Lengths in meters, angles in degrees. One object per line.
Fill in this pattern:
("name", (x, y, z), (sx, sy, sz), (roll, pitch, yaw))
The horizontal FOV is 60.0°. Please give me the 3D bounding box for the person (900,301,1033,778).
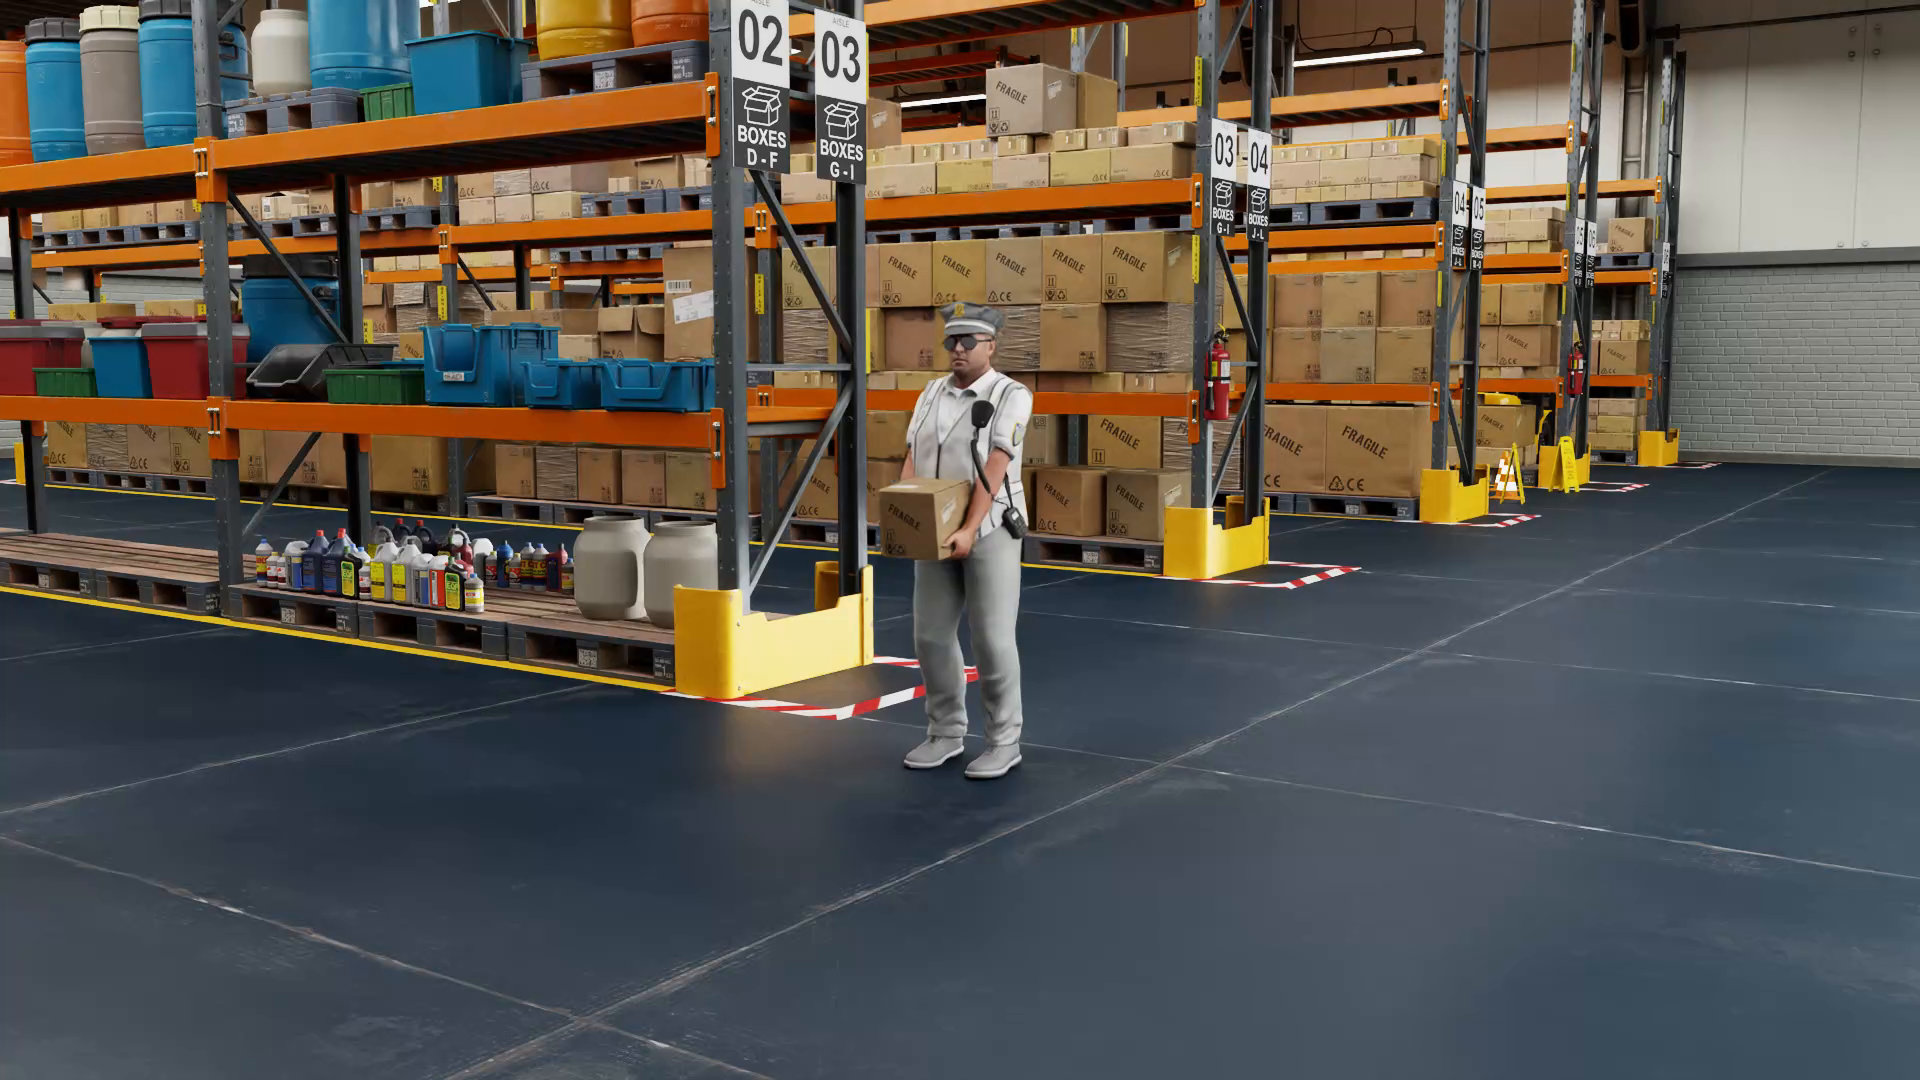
("person", (-0.001, -0.003, 6.228), (0.490, 1.770, 0.573), (4, 7, 33))
